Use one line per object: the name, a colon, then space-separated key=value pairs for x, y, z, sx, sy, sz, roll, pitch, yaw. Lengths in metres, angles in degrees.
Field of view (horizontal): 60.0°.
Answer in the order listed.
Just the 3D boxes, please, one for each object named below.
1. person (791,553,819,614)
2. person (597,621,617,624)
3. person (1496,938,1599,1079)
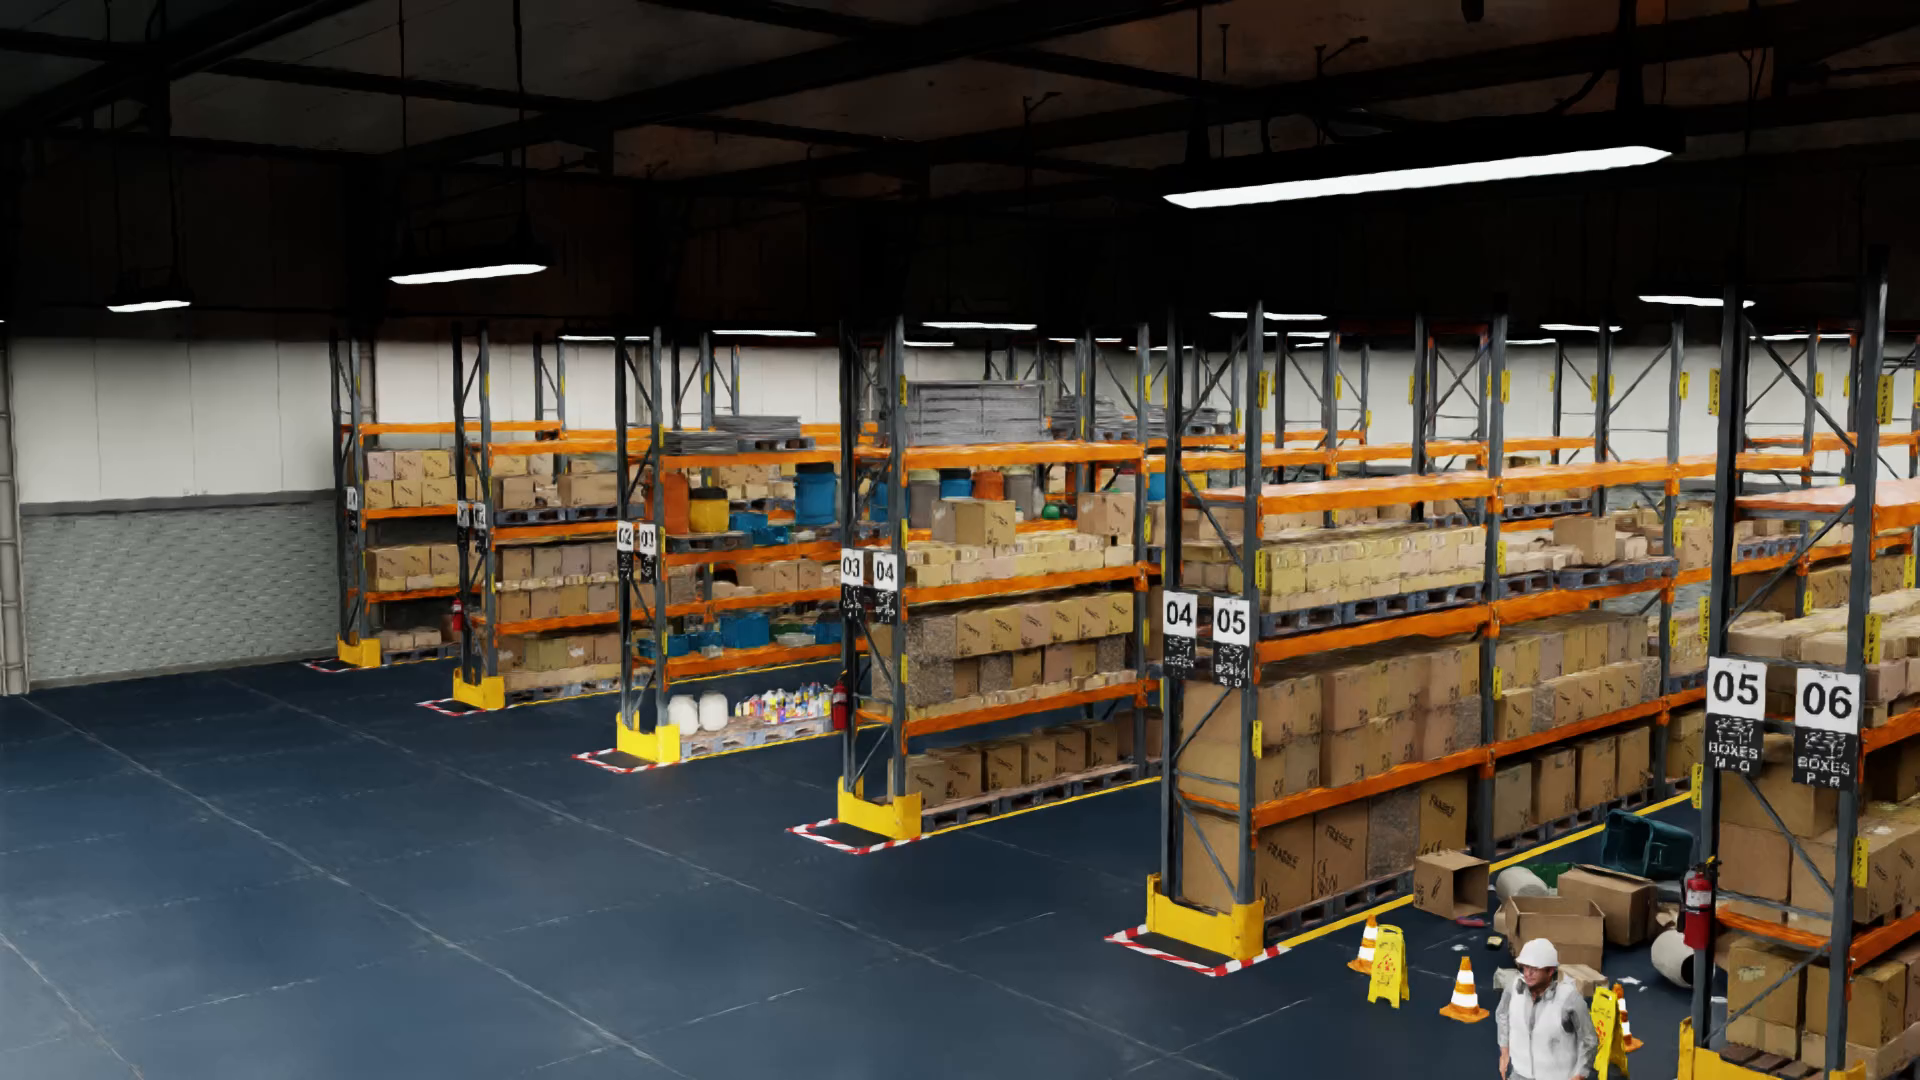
person: x=-3.062 y=1.090 z=32.580 sx=0.636 sy=1.694 sz=0.551 roll=-1 pitch=6 yaw=-11
person: x=-6.363 y=1.371 z=29.924 sx=0.415 sy=1.661 sz=0.499 roll=2 pitch=6 yaw=17
person: x=3.630 y=3.294 z=10.353 sx=0.574 sy=1.726 sz=0.677 roll=-5 pitch=8 yaw=-44
